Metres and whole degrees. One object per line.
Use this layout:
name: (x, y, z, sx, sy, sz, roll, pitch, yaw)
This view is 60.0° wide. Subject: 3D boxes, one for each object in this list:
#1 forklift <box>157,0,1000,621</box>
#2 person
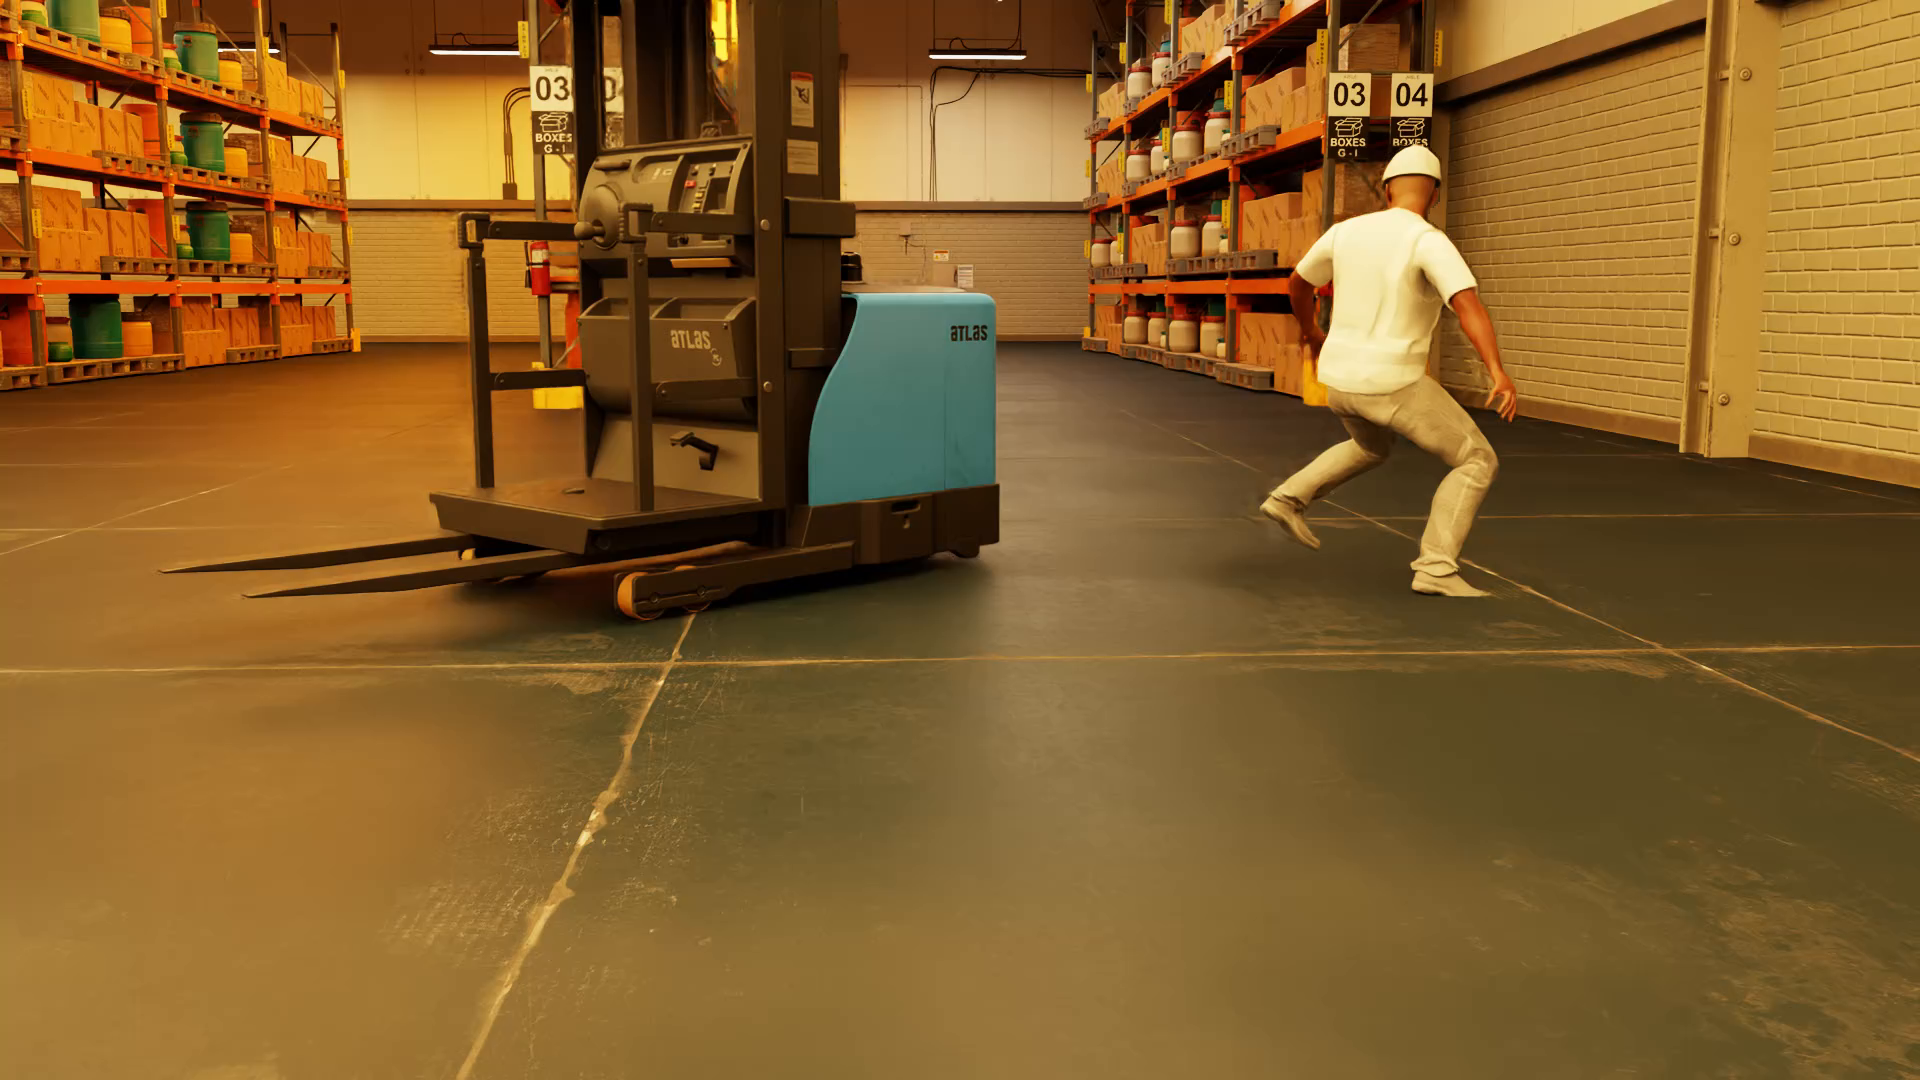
forklift: (-1.218, -1.266, 5.854, 1.130, 2.935, 3.031, 8, 12, 43)
person: (1.613, -0.611, 6.094, 0.510, 1.643, 1.181, -4, 9, -25)
